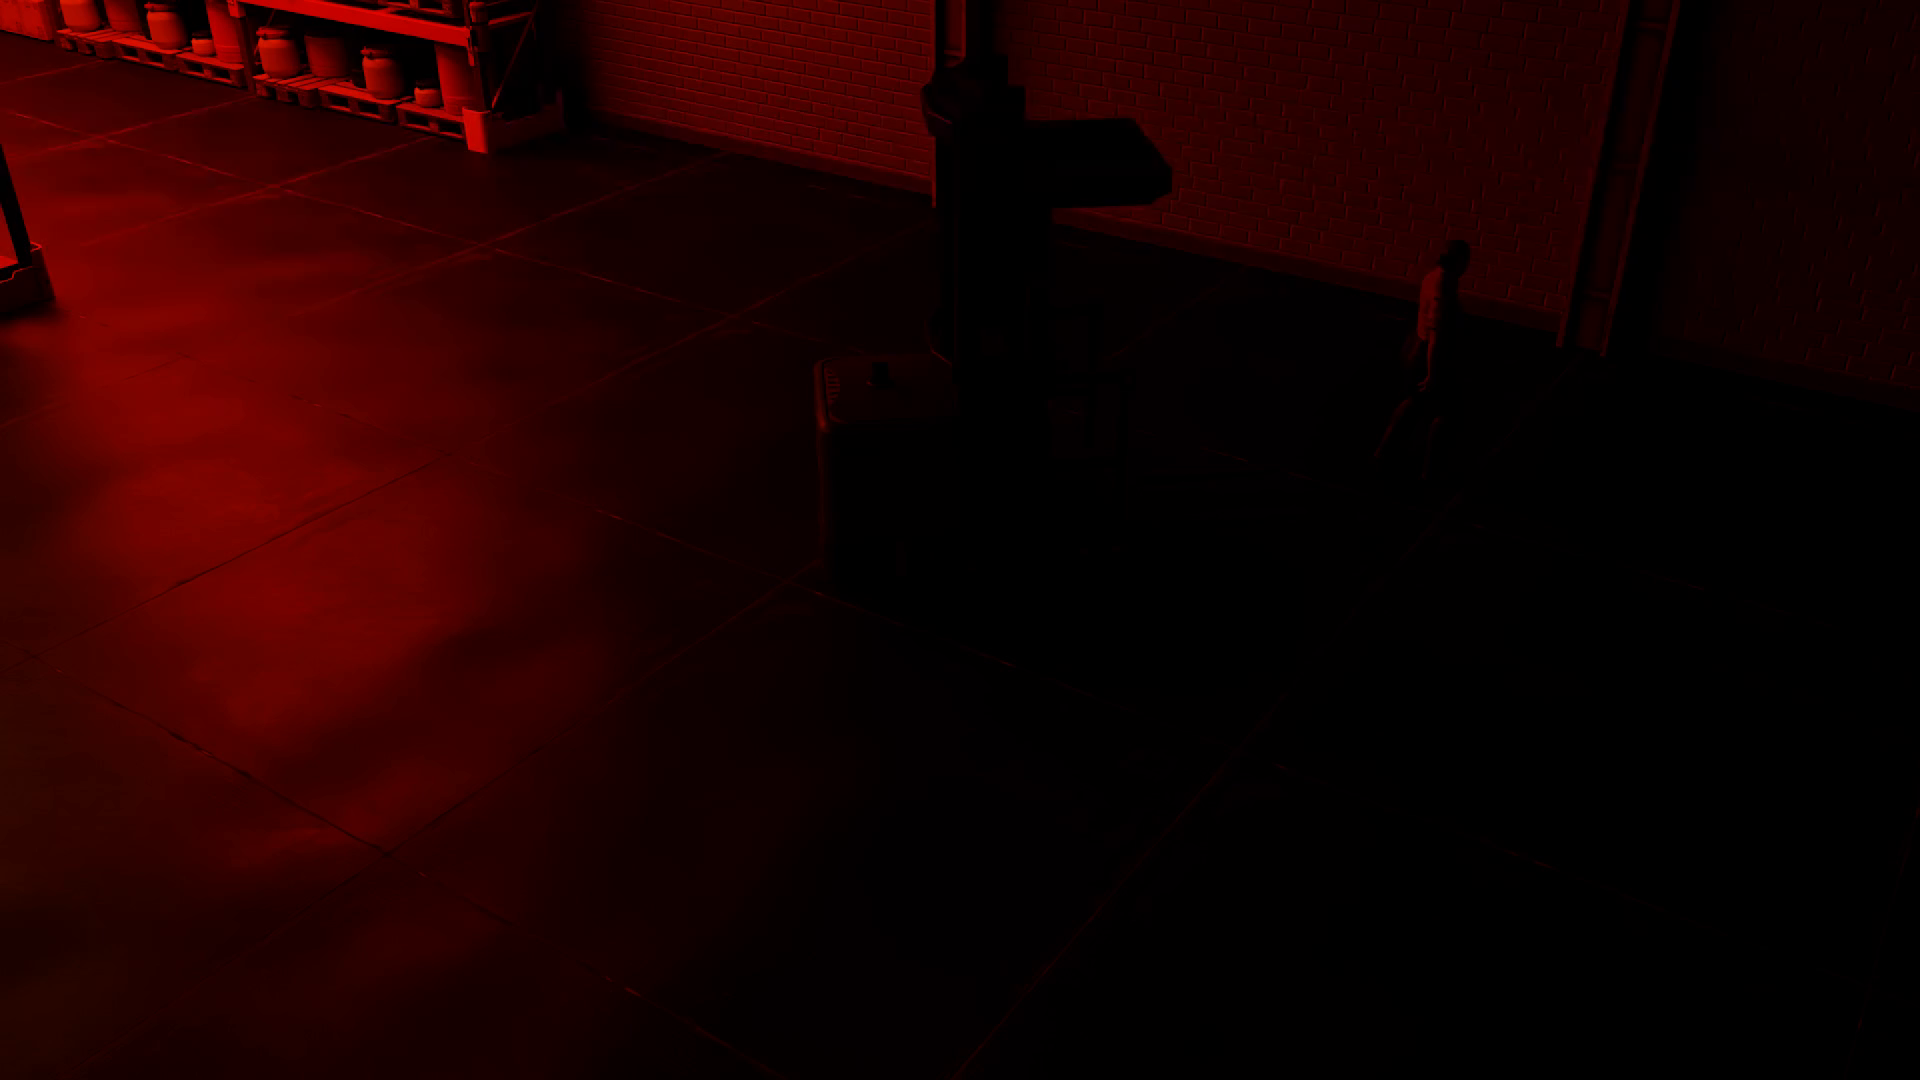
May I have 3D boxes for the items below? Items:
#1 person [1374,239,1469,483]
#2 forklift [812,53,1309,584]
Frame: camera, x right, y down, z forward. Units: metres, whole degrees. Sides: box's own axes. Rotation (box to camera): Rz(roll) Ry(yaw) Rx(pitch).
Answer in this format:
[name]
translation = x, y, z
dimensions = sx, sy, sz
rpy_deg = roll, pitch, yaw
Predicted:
[person]
translation = 3.134, -1.192, 10.946
dimensions = 0.574, 1.621, 0.608
rpy_deg = 2, 30, 4
[forklift]
translation = 0.629, -1.313, 9.843
dimensions = 3.031, 2.935, 1.130
rpy_deg = -3, 30, -6
